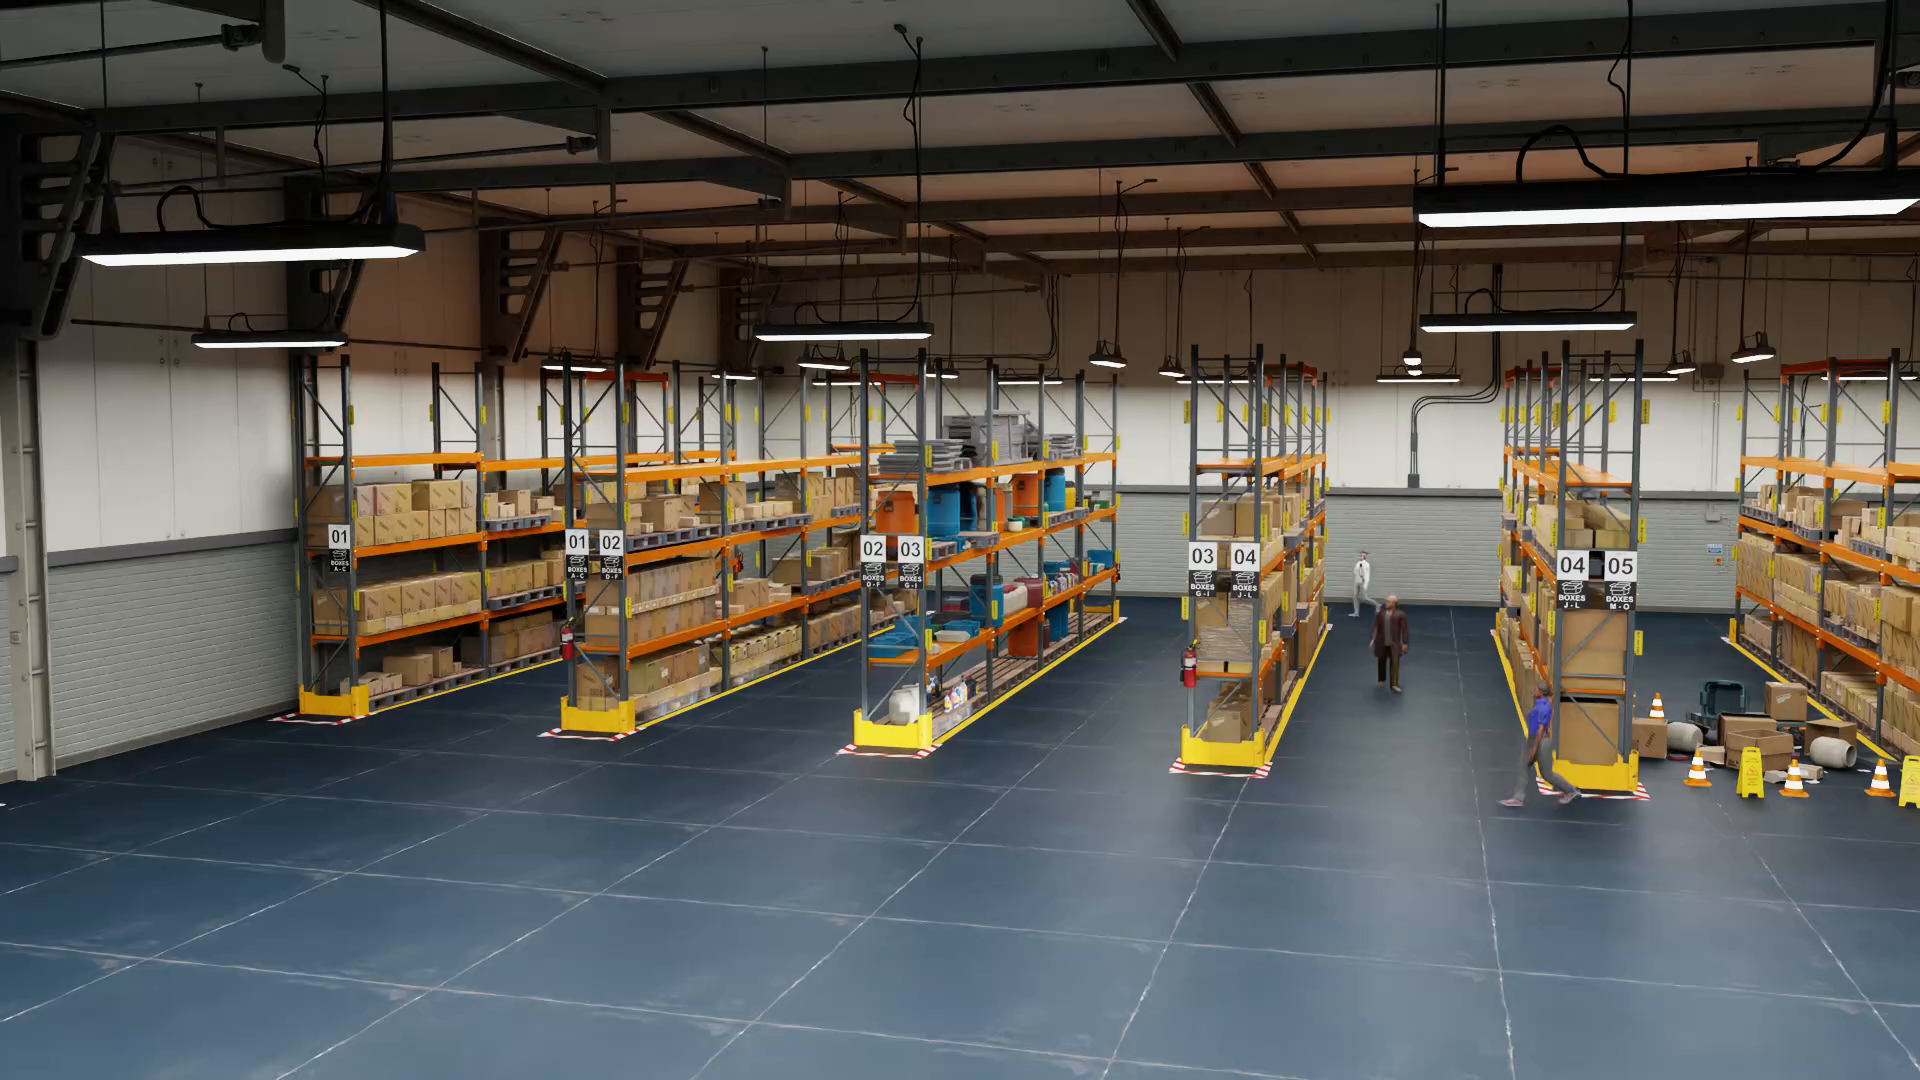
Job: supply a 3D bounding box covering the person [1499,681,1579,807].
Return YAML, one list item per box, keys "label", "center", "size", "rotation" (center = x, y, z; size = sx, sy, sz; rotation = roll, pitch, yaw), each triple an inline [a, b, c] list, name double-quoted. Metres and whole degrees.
- label: "person"
  center: [7.378, 2.603, 21.148]
  size: [0.891, 1.622, 0.425]
  rotation: [-1, 4, -8]

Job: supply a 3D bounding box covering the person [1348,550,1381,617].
- label: "person"
  center: [10.011, 1.076, 41.185]
  size: [0.755, 1.657, 0.527]
  rotation: [-1, 4, -15]

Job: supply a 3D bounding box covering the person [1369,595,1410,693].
- label: "person"
  center: [7.760, 1.870, 30.046]
  size: [0.706, 1.723, 1.087]
  rotation: [1, 4, 9]

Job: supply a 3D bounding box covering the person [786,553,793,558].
- label: "person"
  center: [-4.060, 1.218, 39.439]
  size: [0.736, 1.814, 0.935]
  rotation: [1, 4, 16]
